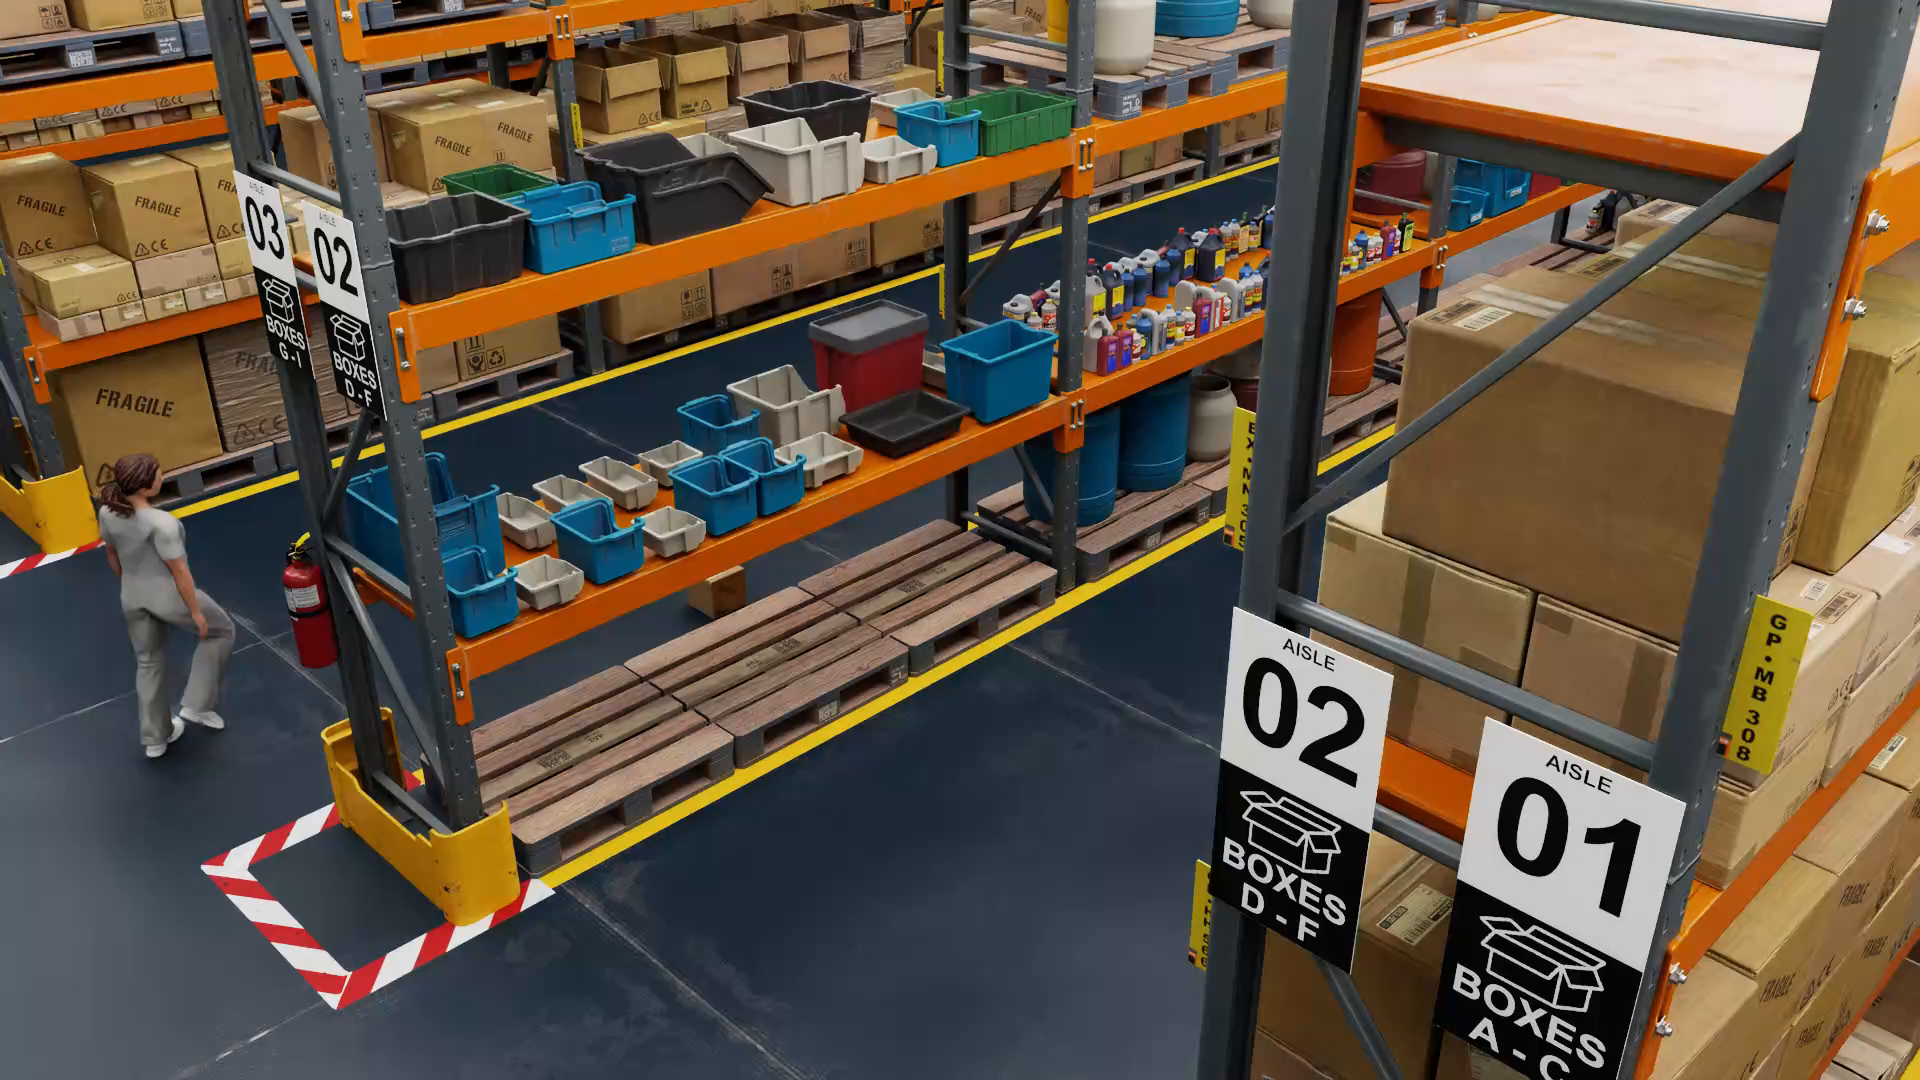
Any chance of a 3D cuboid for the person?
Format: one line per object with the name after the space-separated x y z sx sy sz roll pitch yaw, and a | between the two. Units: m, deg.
-3.986 0.303 8.332 0.551 1.685 0.515 6 28 11 | person
